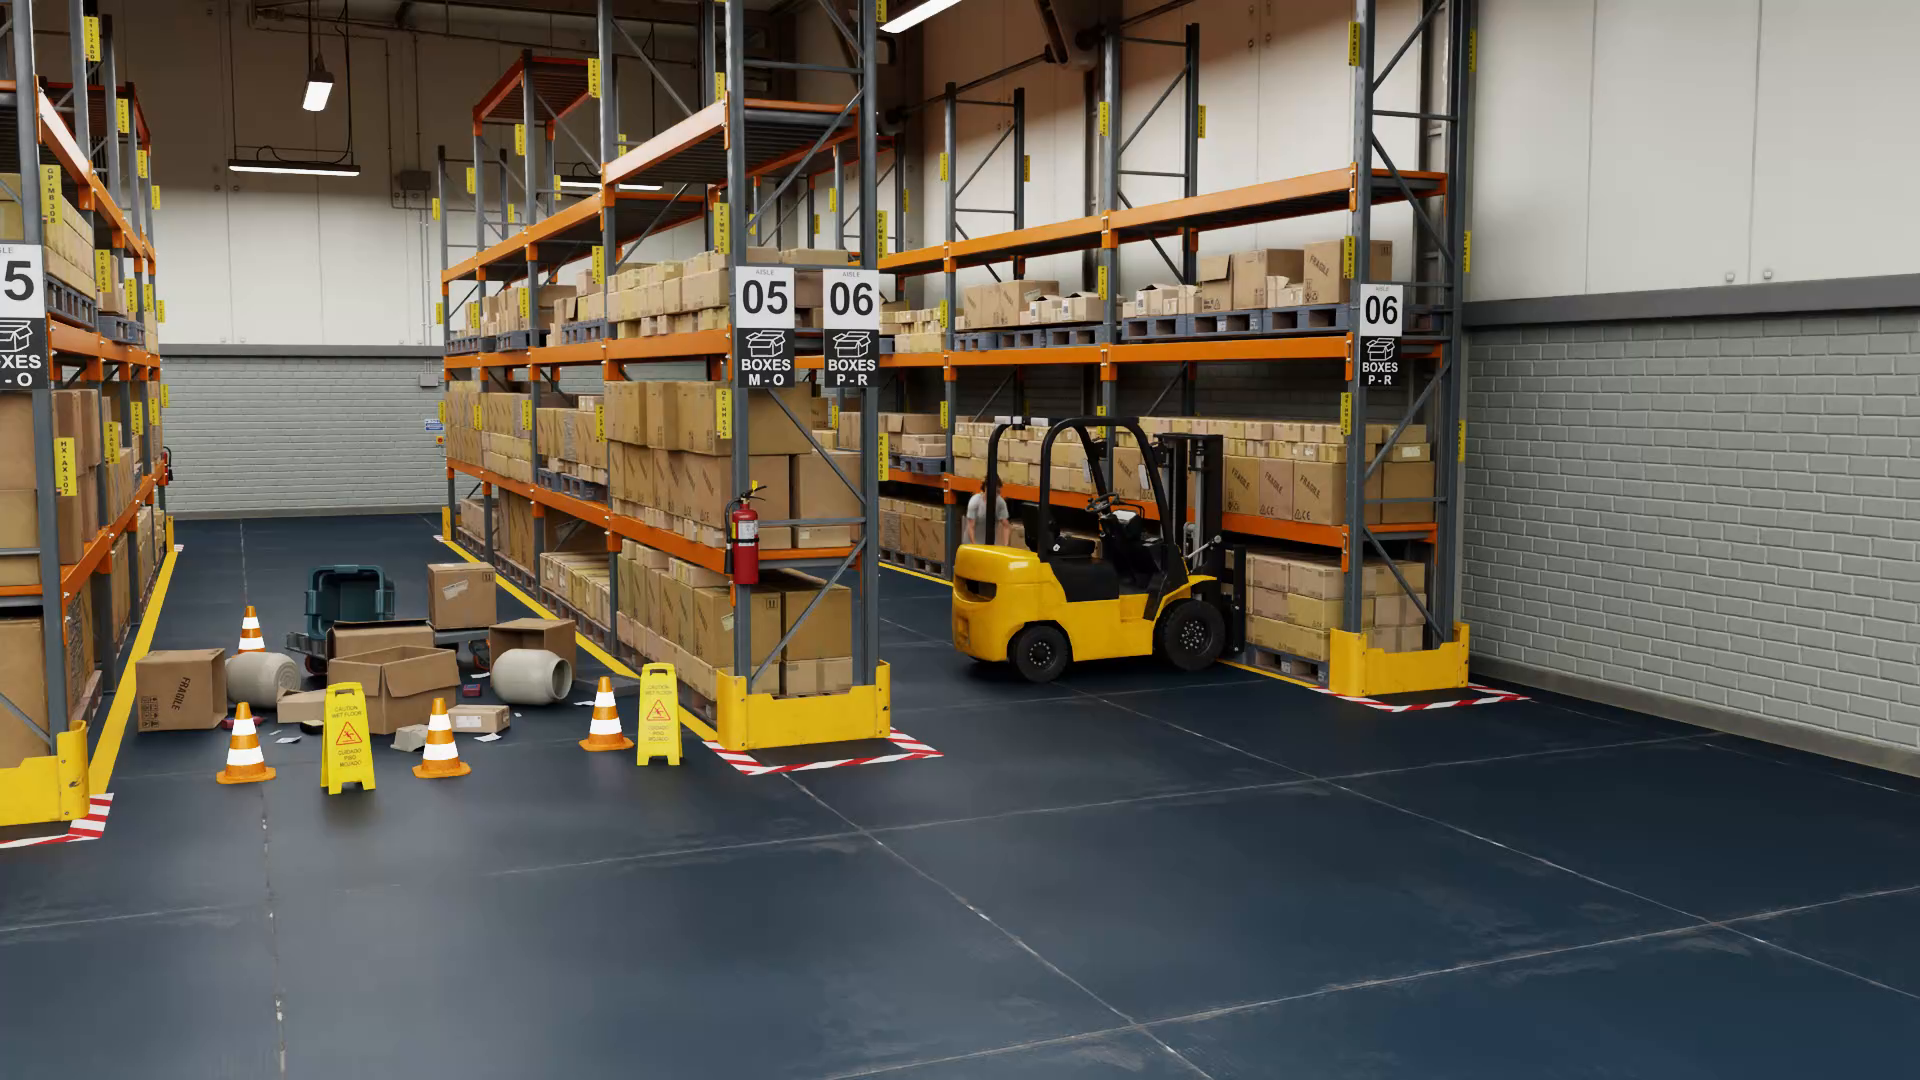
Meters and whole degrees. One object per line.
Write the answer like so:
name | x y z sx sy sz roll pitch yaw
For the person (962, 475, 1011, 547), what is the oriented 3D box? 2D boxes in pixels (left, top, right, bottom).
person | 0.277 0.077 17.053 0.483 1.515 0.532 -2 6 -23
